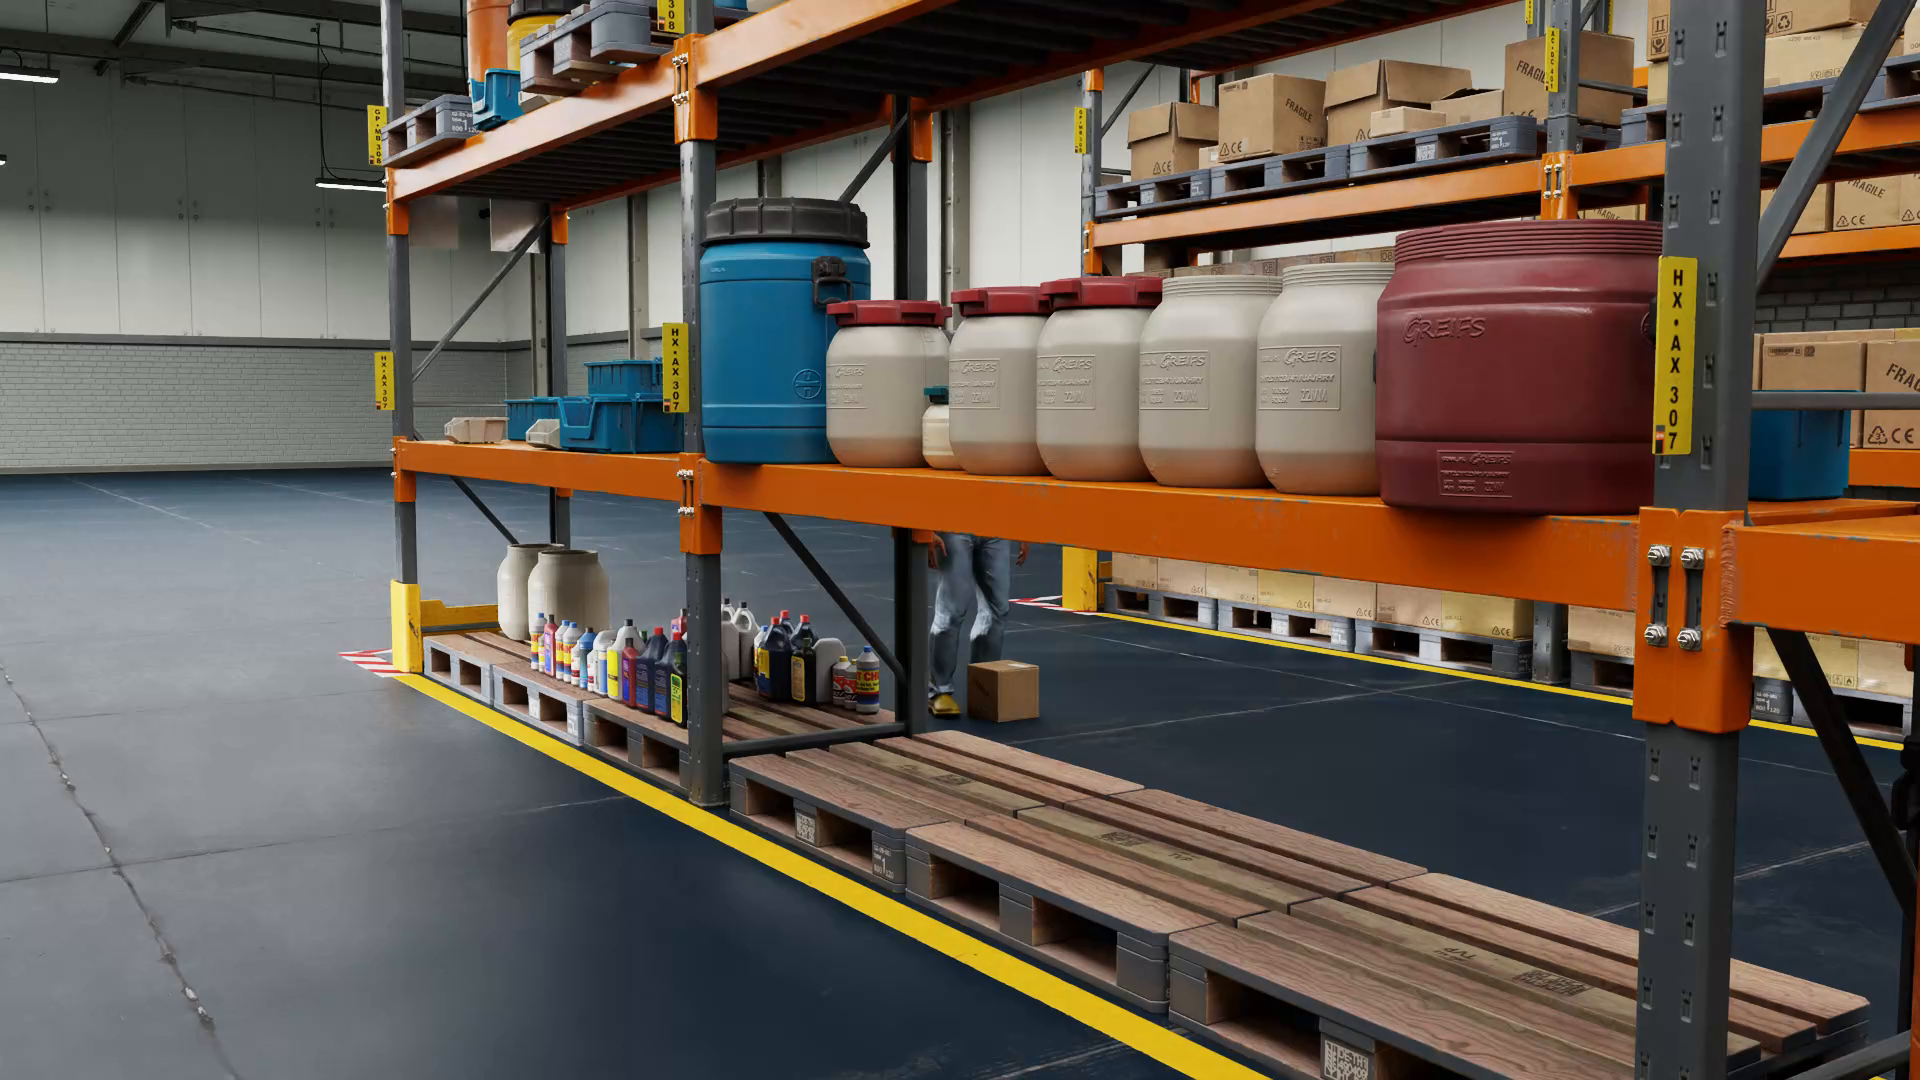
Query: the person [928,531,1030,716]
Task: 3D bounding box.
[{"bbox_3d":[0.067,-0.037,8.163,0.628,1.761,0.456,-3,6,-33],"label":"person"}]
